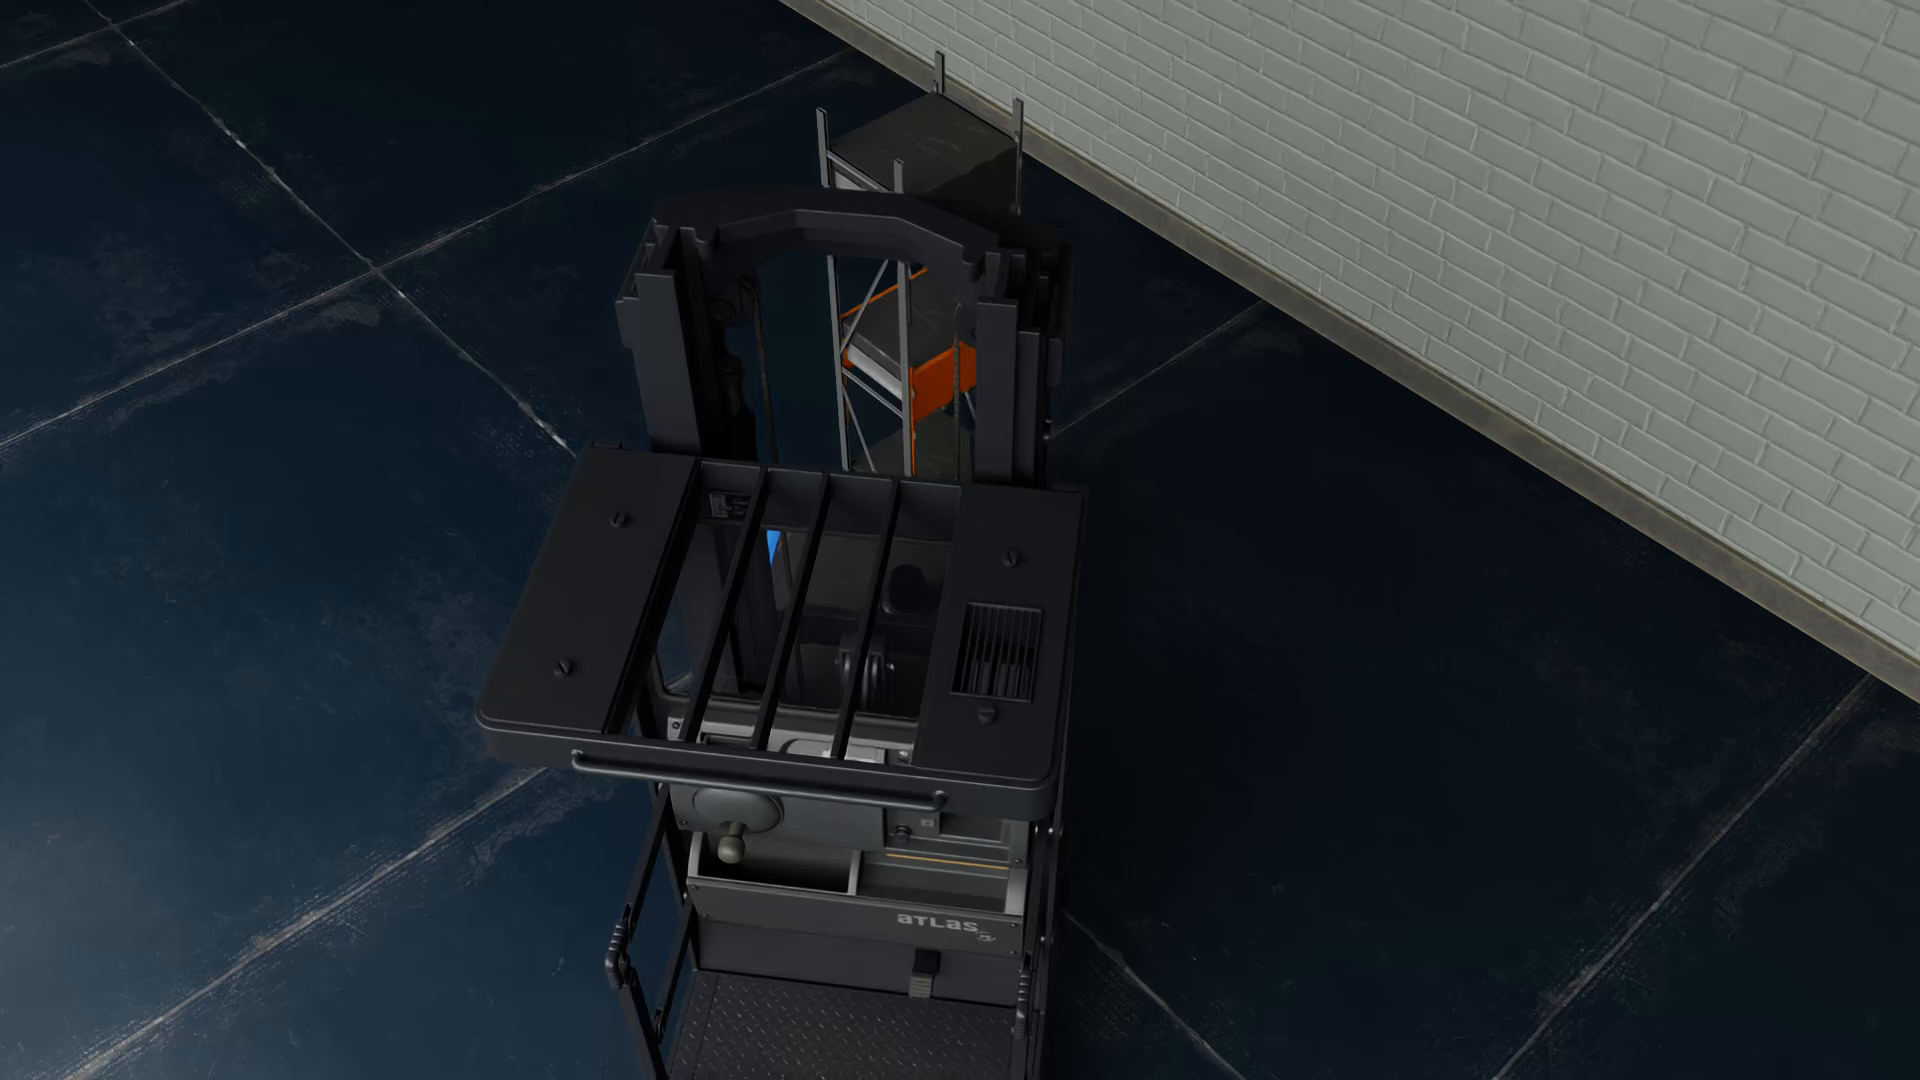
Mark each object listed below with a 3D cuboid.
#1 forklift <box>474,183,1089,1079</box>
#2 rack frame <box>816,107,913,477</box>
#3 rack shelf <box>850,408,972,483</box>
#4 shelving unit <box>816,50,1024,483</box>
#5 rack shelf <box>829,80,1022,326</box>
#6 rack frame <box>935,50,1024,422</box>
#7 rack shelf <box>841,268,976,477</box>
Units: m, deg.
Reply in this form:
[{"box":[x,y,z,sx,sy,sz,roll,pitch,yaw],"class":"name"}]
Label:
[{"box":[-0.306,0.753,4.061,1.130,2.935,3.031,6,48,5],"class":"forklift"},{"box":[-0.303,-0.510,5.791,0.015,2.100,0.400,-34,56,-27],"class":"rack frame"},{"box":[-0.122,-0.146,6.427,0.480,0.518,0.431,-34,56,-27],"class":"rack shelf"},{"box":[-0.122,-0.630,5.903,0.503,2.100,0.431,-34,56,-27],"class":"shelving unit"},{"box":[-0.122,-1.096,5.398,0.480,0.518,0.431,-34,56,-27],"class":"rack shelf"},{"box":[0.058,-0.751,6.014,0.015,2.100,0.400,-34,56,-27],"class":"rack frame"},{"box":[-0.122,-0.621,5.913,0.480,0.518,0.431,-34,56,-27],"class":"rack shelf"}]
